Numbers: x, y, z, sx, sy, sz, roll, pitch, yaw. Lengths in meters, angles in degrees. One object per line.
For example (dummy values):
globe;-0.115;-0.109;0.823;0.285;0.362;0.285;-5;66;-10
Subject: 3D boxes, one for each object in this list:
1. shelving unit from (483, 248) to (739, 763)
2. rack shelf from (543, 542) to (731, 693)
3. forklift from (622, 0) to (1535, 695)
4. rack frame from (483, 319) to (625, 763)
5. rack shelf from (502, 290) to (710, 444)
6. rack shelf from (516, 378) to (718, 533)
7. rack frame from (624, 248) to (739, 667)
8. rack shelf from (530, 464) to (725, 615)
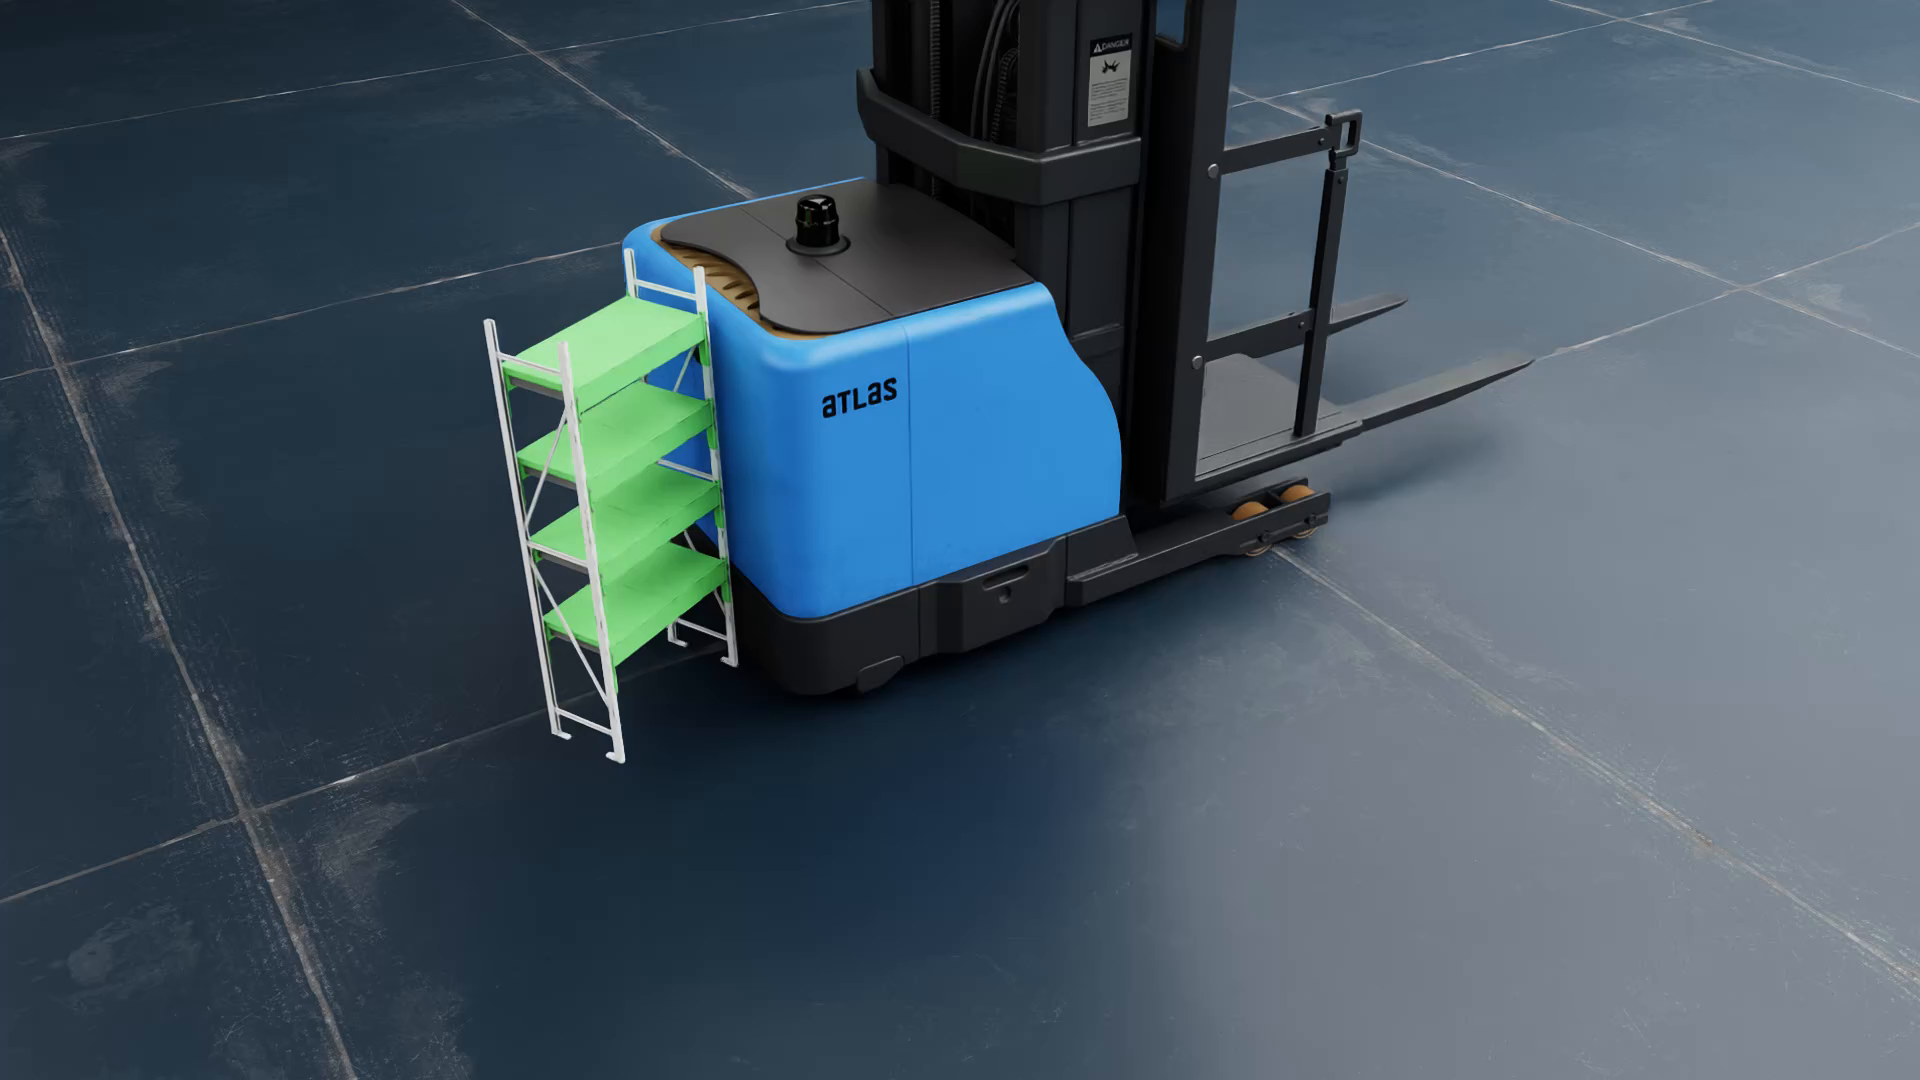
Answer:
shelving unit;-0.856;-0.074;4.243;0.258;1.200;0.503;17;36;25
rack shelf;-0.856;0.183;4.405;0.258;0.148;0.480;17;36;25
forklift;0.566;-1.409;4.736;3.031;2.935;1.130;-19;37;-27
rack frame;-0.980;0.038;4.065;0.240;1.200;0.015;17;36;25
rack shelf;-0.856;-0.426;4.021;0.258;0.148;0.480;17;36;25
rack shelf;-0.856;-0.223;4.149;0.258;0.148;0.480;17;36;25
rack frame;-0.732;-0.186;4.421;0.240;1.200;0.015;17;36;25
rack shelf;-0.856;-0.020;4.277;0.258;0.148;0.480;17;36;25
